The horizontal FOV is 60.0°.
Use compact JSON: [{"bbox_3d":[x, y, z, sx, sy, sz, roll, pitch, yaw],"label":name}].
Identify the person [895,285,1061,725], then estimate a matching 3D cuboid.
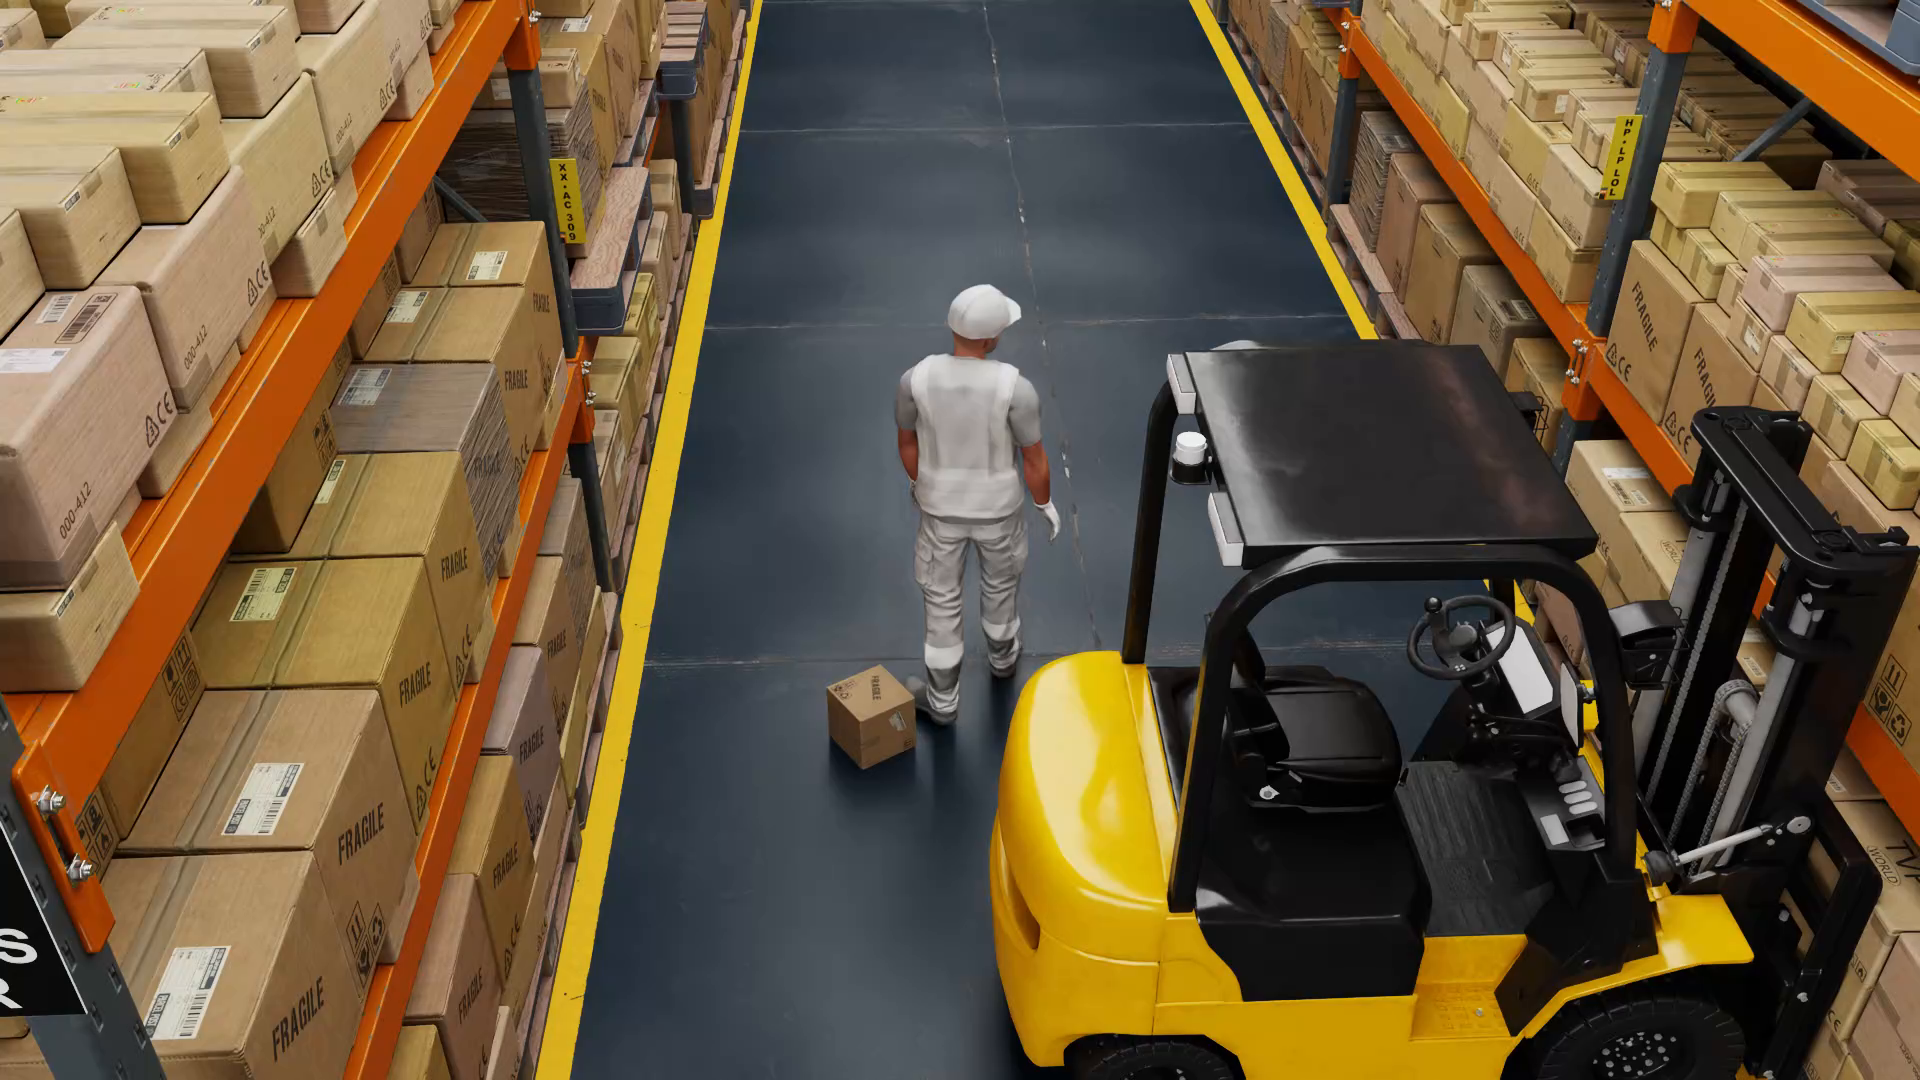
[{"bbox_3d":[0.075,-0.156,6.313,0.625,1.784,0.626,3,35,4],"label":"person"}]
